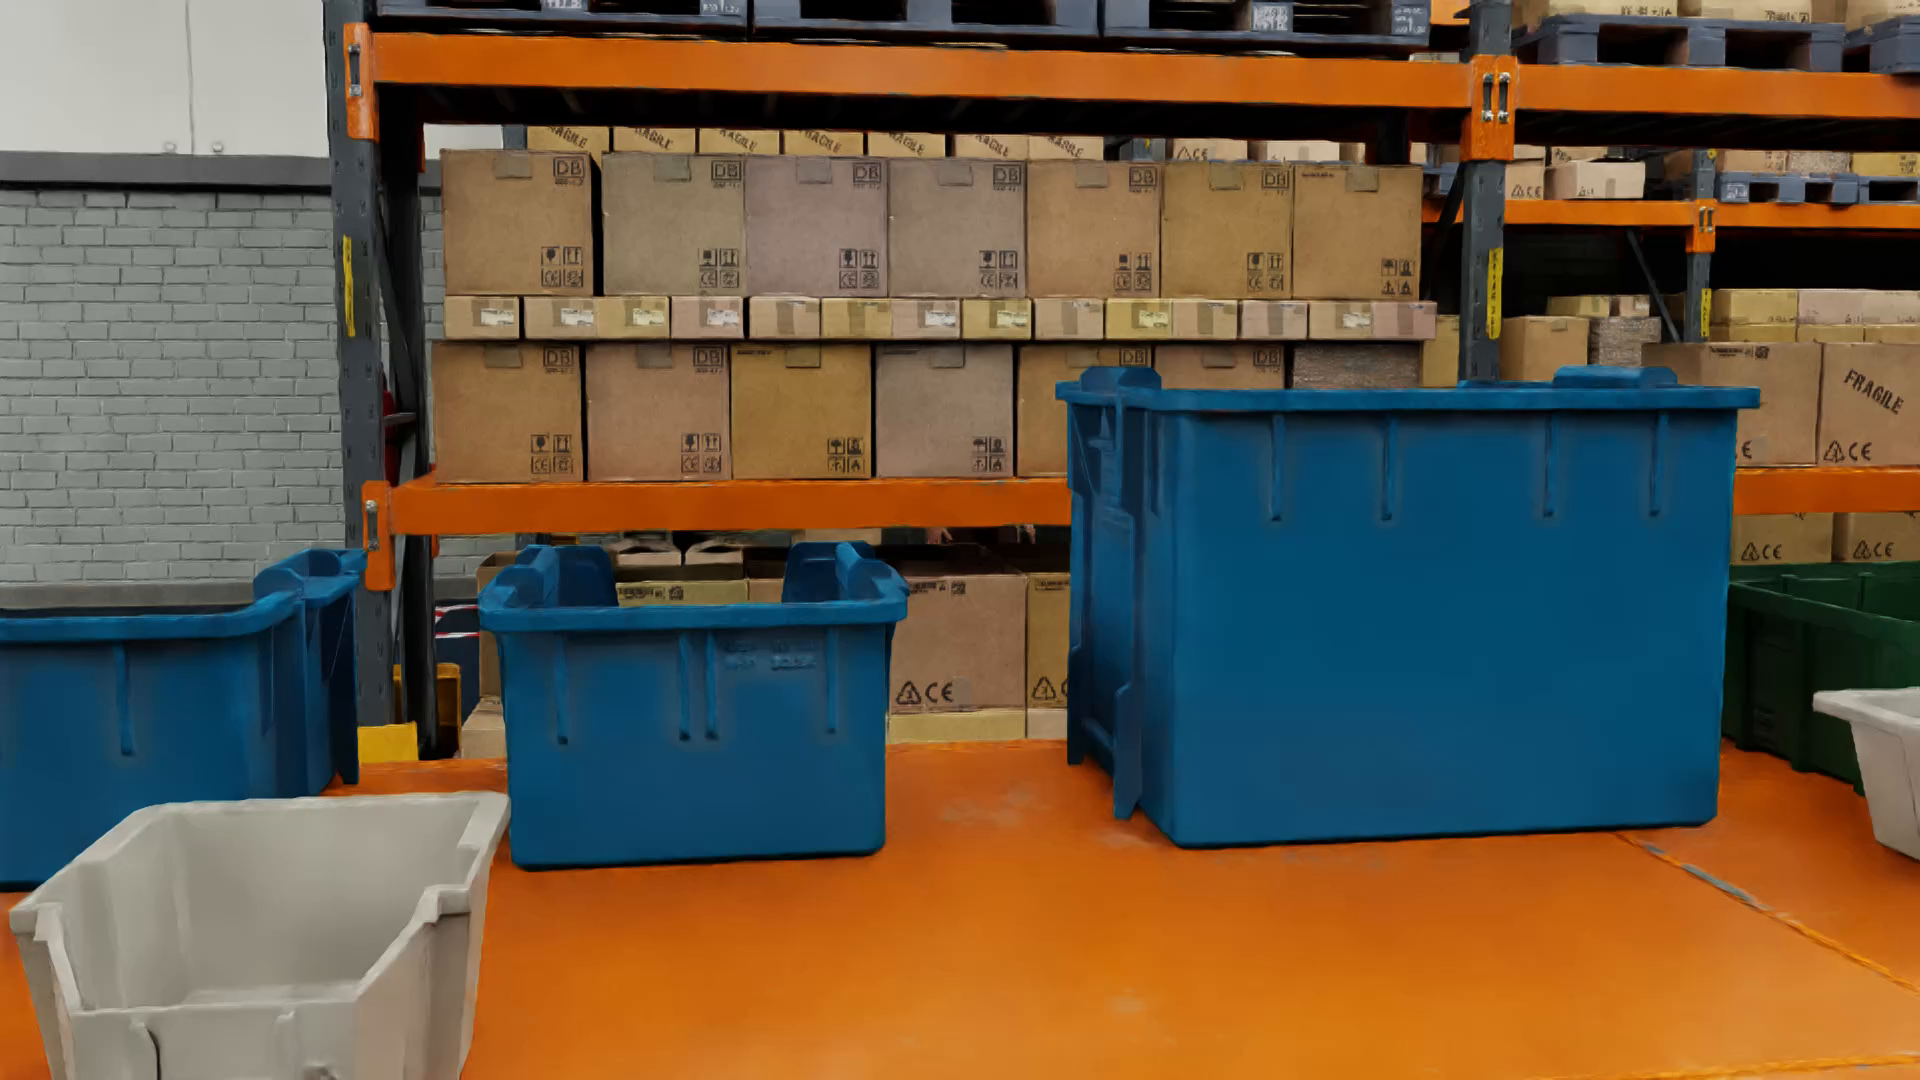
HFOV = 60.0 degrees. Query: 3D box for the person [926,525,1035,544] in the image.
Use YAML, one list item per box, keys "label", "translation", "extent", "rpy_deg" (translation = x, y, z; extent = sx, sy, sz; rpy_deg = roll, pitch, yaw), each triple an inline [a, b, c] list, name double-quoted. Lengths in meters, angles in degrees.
- label: "person"
  translation: [0.083, -0.031, 8.188]
  extent: [0.631, 1.794, 0.432]
  rpy_deg: [-3, 7, -27]
